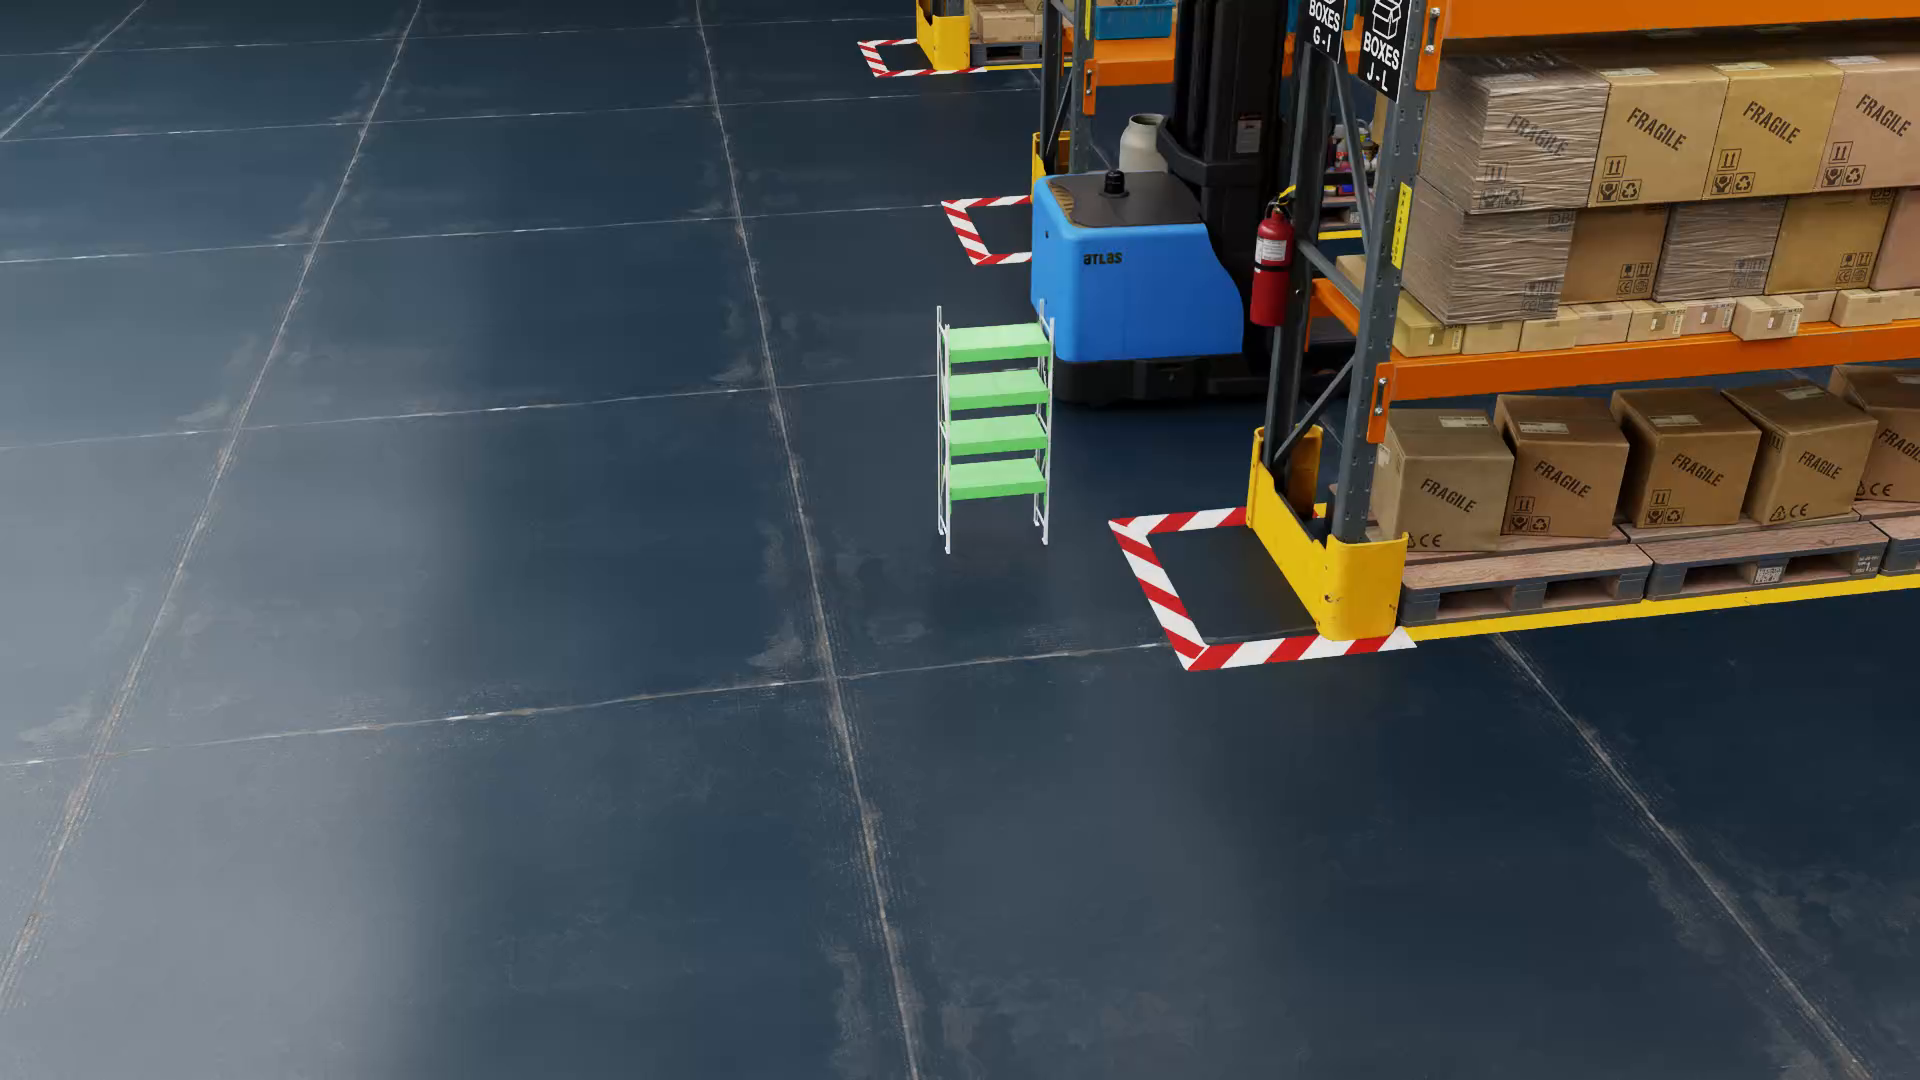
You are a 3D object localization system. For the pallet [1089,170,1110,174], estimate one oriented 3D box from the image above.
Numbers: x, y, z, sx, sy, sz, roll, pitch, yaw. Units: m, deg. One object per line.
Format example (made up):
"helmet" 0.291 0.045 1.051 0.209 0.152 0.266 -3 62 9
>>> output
"pallet" 1.608 -2.501 12.296 1.213 0.211 1.003 -5 31 -9

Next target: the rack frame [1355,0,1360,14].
"rack frame" 3.788 -6.437 16.238 0.127 3.000 1.000 -5 31 -9

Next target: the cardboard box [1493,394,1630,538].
"cardboard box" 2.833 -0.356 7.948 0.500 0.500 0.500 2 31 4

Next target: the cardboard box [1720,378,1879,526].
"cardboard box" 4.009 -0.432 8.078 0.500 0.500 0.500 -8 31 -13

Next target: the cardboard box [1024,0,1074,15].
"cardboard box" 0.912 -5.375 15.991 0.500 0.500 0.500 -5 31 -9

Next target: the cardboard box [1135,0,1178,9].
"cardboard box" 1.897 -5.464 16.142 0.500 0.500 0.500 -5 31 -9

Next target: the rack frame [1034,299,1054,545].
"rack frame" 0.403 -0.555 8.009 0.015 1.200 0.240 -5 31 -9

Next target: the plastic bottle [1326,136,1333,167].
"plastic bottle" 2.742 -2.963 12.575 0.133 0.283 0.061 -5 31 -9

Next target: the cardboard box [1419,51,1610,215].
"cardboard box" 2.224 -1.649 6.716 0.500 0.500 0.500 -5 31 -9

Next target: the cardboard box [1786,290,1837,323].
"cardboard box" 3.672 -1.109 7.424 0.250 0.149 0.380 -5 31 -9

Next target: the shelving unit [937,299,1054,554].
"shelving unit" 0.163 -0.532 7.972 0.503 1.200 0.258 -5 31 -9

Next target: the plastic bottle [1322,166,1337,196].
"plastic bottle" 2.683 -2.605 12.047 0.097 0.201 0.097 0 30 0

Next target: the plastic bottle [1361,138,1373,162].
"plastic bottle" 3.086 -2.954 12.641 0.097 0.201 0.097 0 30 0

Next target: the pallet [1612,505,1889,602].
"pallet" 3.712 -0.103 8.217 1.213 0.211 1.003 -5 31 -9

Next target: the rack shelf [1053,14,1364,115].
"rack shelf" 2.709 -3.474 11.909 4.000 0.370 1.077 -5 31 -9

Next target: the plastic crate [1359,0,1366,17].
"plastic crate" 3.290 -3.892 12.119 0.662 0.188 0.450 -5 31 -9

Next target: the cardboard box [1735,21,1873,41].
"cardboard box" 3.607 -2.042 7.386 0.500 0.500 0.500 -5 31 -9

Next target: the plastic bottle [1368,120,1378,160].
"plastic bottle" 3.204 -3.092 12.728 0.185 0.351 0.144 -6 31 -9

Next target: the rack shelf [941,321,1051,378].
"rack shelf" 0.163 -0.891 7.761 0.480 0.148 0.258 -5 31 -9

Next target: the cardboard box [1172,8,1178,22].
"cardboard box" 1.897 -5.142 16.333 0.500 0.250 0.500 -5 31 -9

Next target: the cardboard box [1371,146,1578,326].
"cardboard box" 2.180 -1.340 7.178 0.500 0.500 0.875 -5 31 -9

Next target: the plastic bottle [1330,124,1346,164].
"plastic bottle" 2.859 -3.025 12.689 0.135 0.276 0.152 -6 31 -10

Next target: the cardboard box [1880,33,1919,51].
"cardboard box" 4.192 -1.830 7.024 0.500 0.500 0.500 -5 31 -9

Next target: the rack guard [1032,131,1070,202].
"rack guard" 0.808 -2.555 12.101 0.348 0.500 1.175 -5 31 -9

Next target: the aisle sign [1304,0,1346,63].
"aisle sign" 1.519 -2.397 6.802 0.004 0.787 0.394 -5 31 -9

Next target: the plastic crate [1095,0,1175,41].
"plastic crate" 1.180 -3.732 11.785 0.616 0.251 0.499 -5 31 -9

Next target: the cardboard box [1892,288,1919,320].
"cardboard box" 4.172 -1.133 7.466 0.250 0.149 0.380 -5 31 -9

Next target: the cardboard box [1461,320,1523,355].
"cardboard box" 2.207 -0.944 7.144 0.250 0.149 0.380 -5 31 -9

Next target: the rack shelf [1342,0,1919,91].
"rack shelf" 3.601 -2.298 6.949 4.000 0.370 1.077 -5 31 -9

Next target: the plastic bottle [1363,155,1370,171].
"plastic bottle" 2.919 -2.657 12.066 0.097 0.271 0.097 0 30 0

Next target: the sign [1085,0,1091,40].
"sign" 0.837 -3.446 10.879 0.005 0.325 0.100 -5 31 -9

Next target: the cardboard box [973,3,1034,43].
"cardboard box" 0.421 -5.005 16.102 0.500 0.250 0.500 -5 31 -9

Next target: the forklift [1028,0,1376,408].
"forklift" 1.977 -2.347 9.351 3.031 2.935 1.130 -4 31 -7

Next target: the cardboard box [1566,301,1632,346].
"cardboard box" 2.697 -0.993 7.227 0.250 0.149 0.380 -5 31 -9

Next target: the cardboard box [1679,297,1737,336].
"cardboard box" 3.186 -1.048 7.322 0.250 0.149 0.380 -5 31 -9

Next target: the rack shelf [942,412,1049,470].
"rack shelf" 0.163 -0.477 8.004 0.480 0.148 0.258 -5 31 -9

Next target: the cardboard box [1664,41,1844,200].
"cardboard box" 3.209 -1.737 6.867 0.500 0.500 0.500 -5 31 -9

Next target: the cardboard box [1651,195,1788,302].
"cardboard box" 3.150 -1.470 7.398 0.500 0.500 0.875 -5 31 -9

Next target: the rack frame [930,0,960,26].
"rack frame" -0.147 -6.072 15.617 0.127 3.000 1.000 -5 31 -9

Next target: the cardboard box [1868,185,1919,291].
"cardboard box" 4.143 -1.534 7.508 0.500 0.500 0.875 -5 31 -9

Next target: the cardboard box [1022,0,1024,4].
"cardboard box" 0.817 -5.315 16.629 0.500 0.250 0.500 -5 31 -9

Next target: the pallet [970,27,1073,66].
"pallet" 0.598 -4.960 16.478 1.213 0.211 1.003 -5 31 -9

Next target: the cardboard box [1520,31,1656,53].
"cardboard box" 2.621 -1.956 7.239 0.500 0.500 0.500 -5 31 -9
